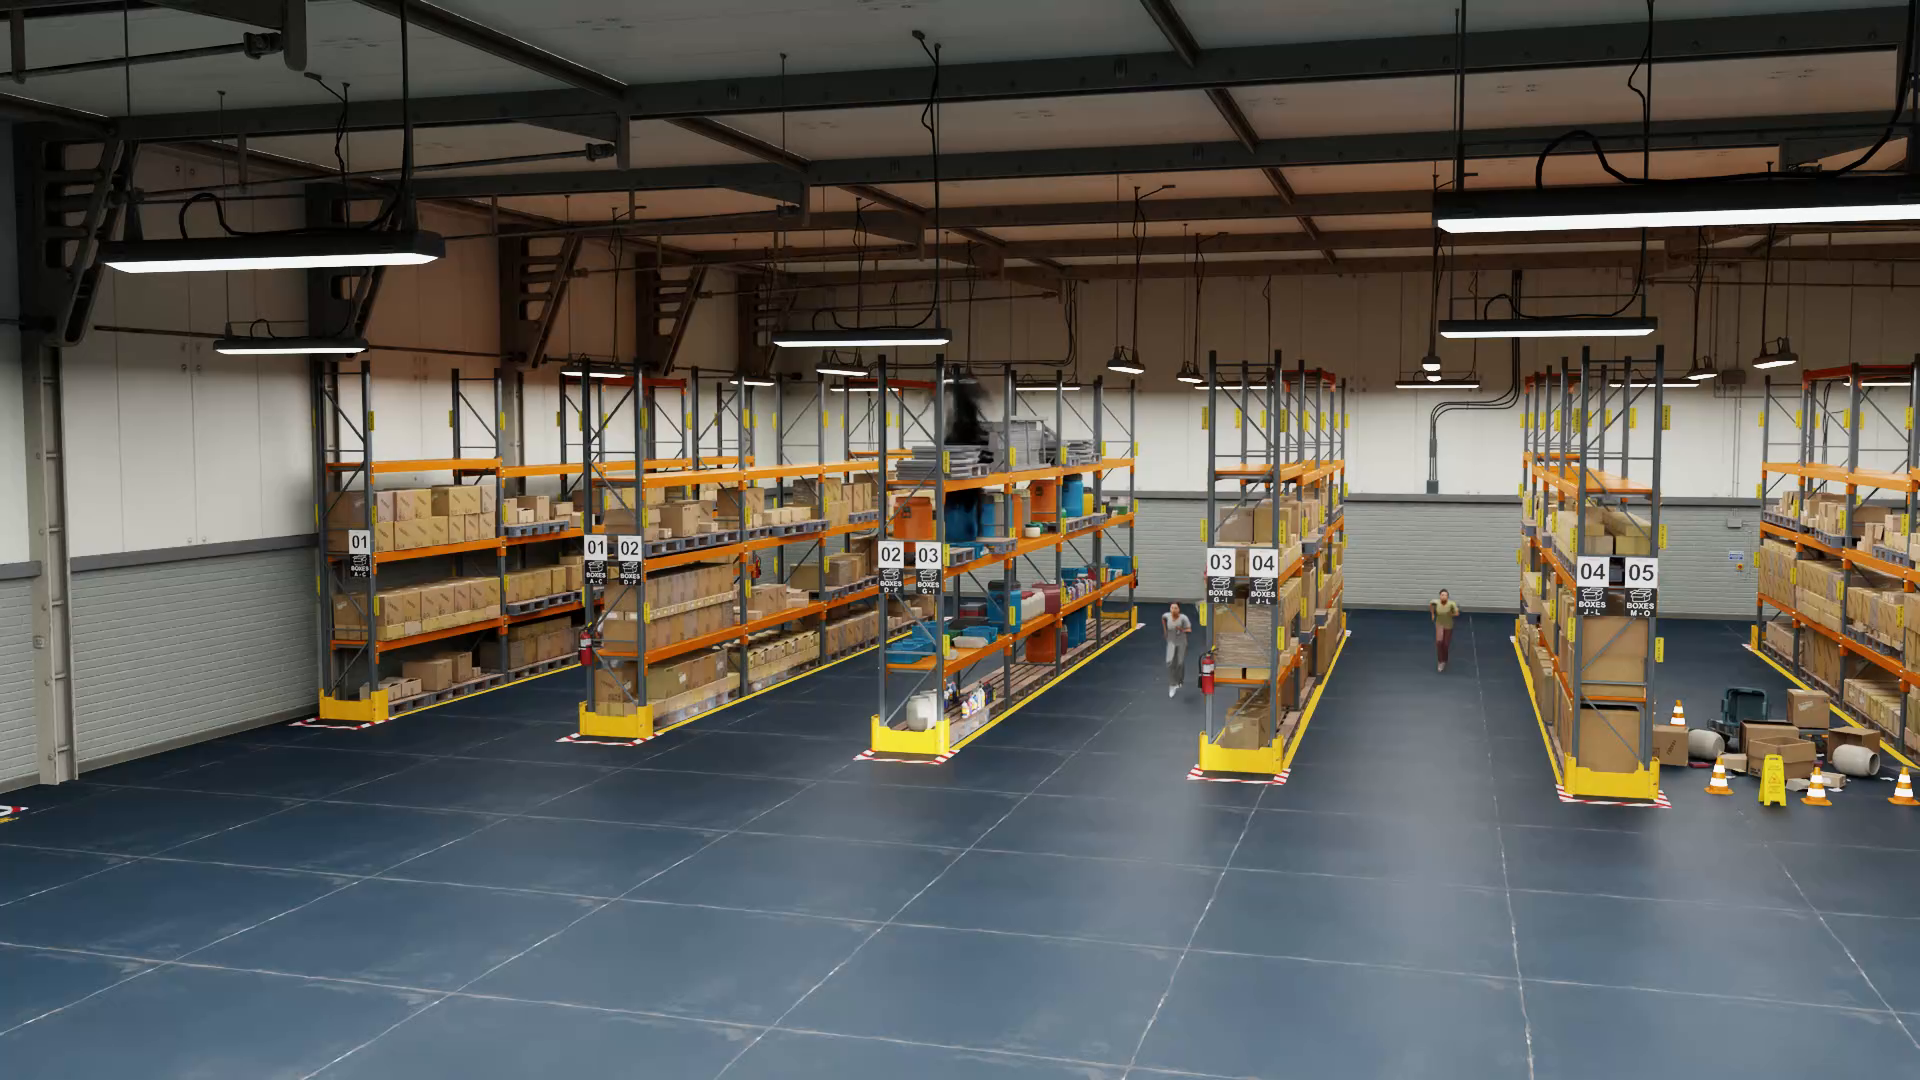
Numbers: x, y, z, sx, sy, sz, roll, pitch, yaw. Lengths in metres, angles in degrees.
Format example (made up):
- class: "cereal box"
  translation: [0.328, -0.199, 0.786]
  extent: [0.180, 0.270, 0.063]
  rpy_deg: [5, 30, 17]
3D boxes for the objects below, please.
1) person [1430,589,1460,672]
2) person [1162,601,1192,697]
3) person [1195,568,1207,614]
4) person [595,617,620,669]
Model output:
- class: "person"
  translation: [9.755, 1.794, 33.497]
  extent: [0.573, 1.656, 0.902]
  rpy_deg: [1, 4, 15]
- class: "person"
  translation: [3.806, 1.891, 29.201]
  extent: [0.559, 1.684, 0.888]
  rpy_deg: [1, 4, 15]
- class: "person"
  translation: [6.278, 1.229, 41.433]
  extent: [0.885, 1.726, 0.668]
  rpy_deg: [3, 5, 34]
- class: "person"
  translation: [-6.353, 1.982, 30.466]
  extent: [0.714, 1.696, 0.791]
  rpy_deg: [0, 4, 4]
